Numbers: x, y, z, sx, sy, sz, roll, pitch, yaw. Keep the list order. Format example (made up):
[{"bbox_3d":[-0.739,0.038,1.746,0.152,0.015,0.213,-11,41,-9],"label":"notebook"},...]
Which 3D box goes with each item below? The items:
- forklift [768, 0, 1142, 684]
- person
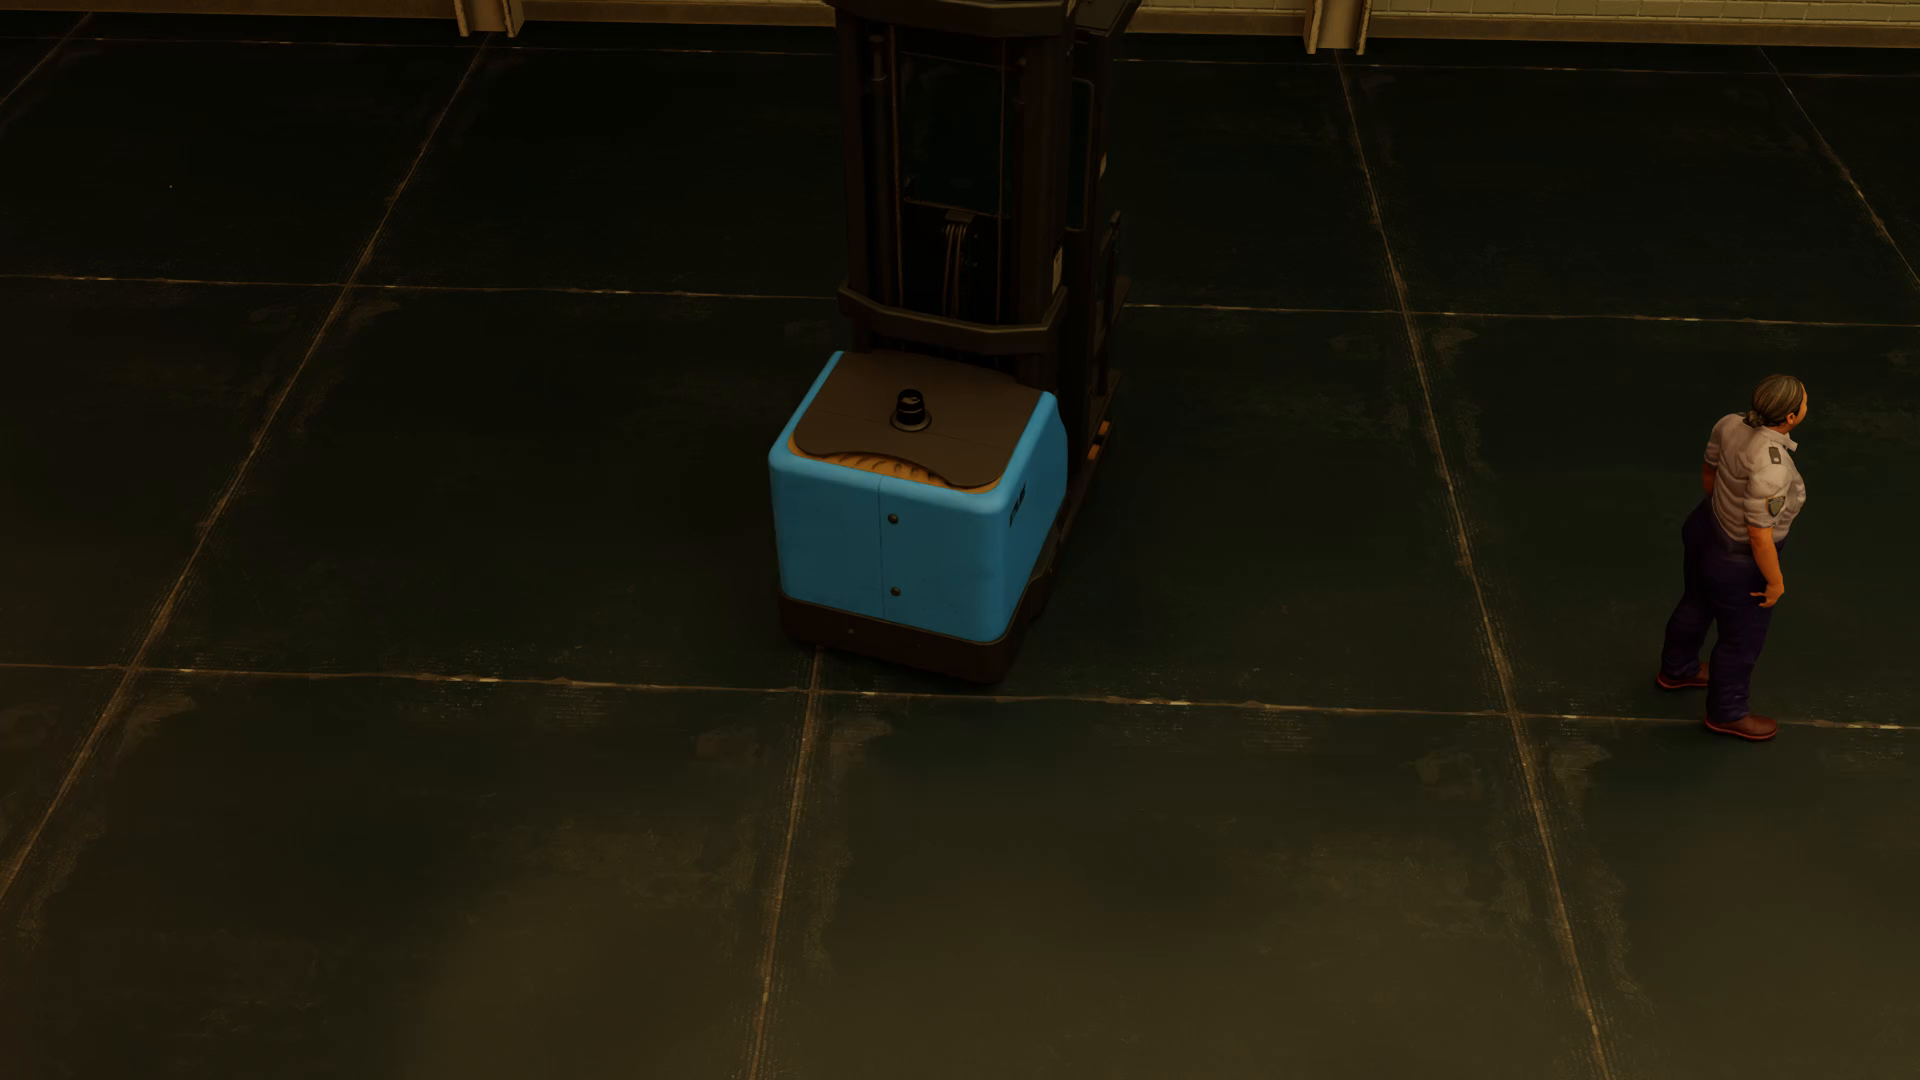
[{"bbox_3d":[0.148,-1.474,7.357,1.130,2.935,3.031,13,44,13],"label":"forklift"},{"bbox_3d":[3.178,0.044,6.636,0.502,1.651,0.598,-3,42,-3],"label":"person"}]
